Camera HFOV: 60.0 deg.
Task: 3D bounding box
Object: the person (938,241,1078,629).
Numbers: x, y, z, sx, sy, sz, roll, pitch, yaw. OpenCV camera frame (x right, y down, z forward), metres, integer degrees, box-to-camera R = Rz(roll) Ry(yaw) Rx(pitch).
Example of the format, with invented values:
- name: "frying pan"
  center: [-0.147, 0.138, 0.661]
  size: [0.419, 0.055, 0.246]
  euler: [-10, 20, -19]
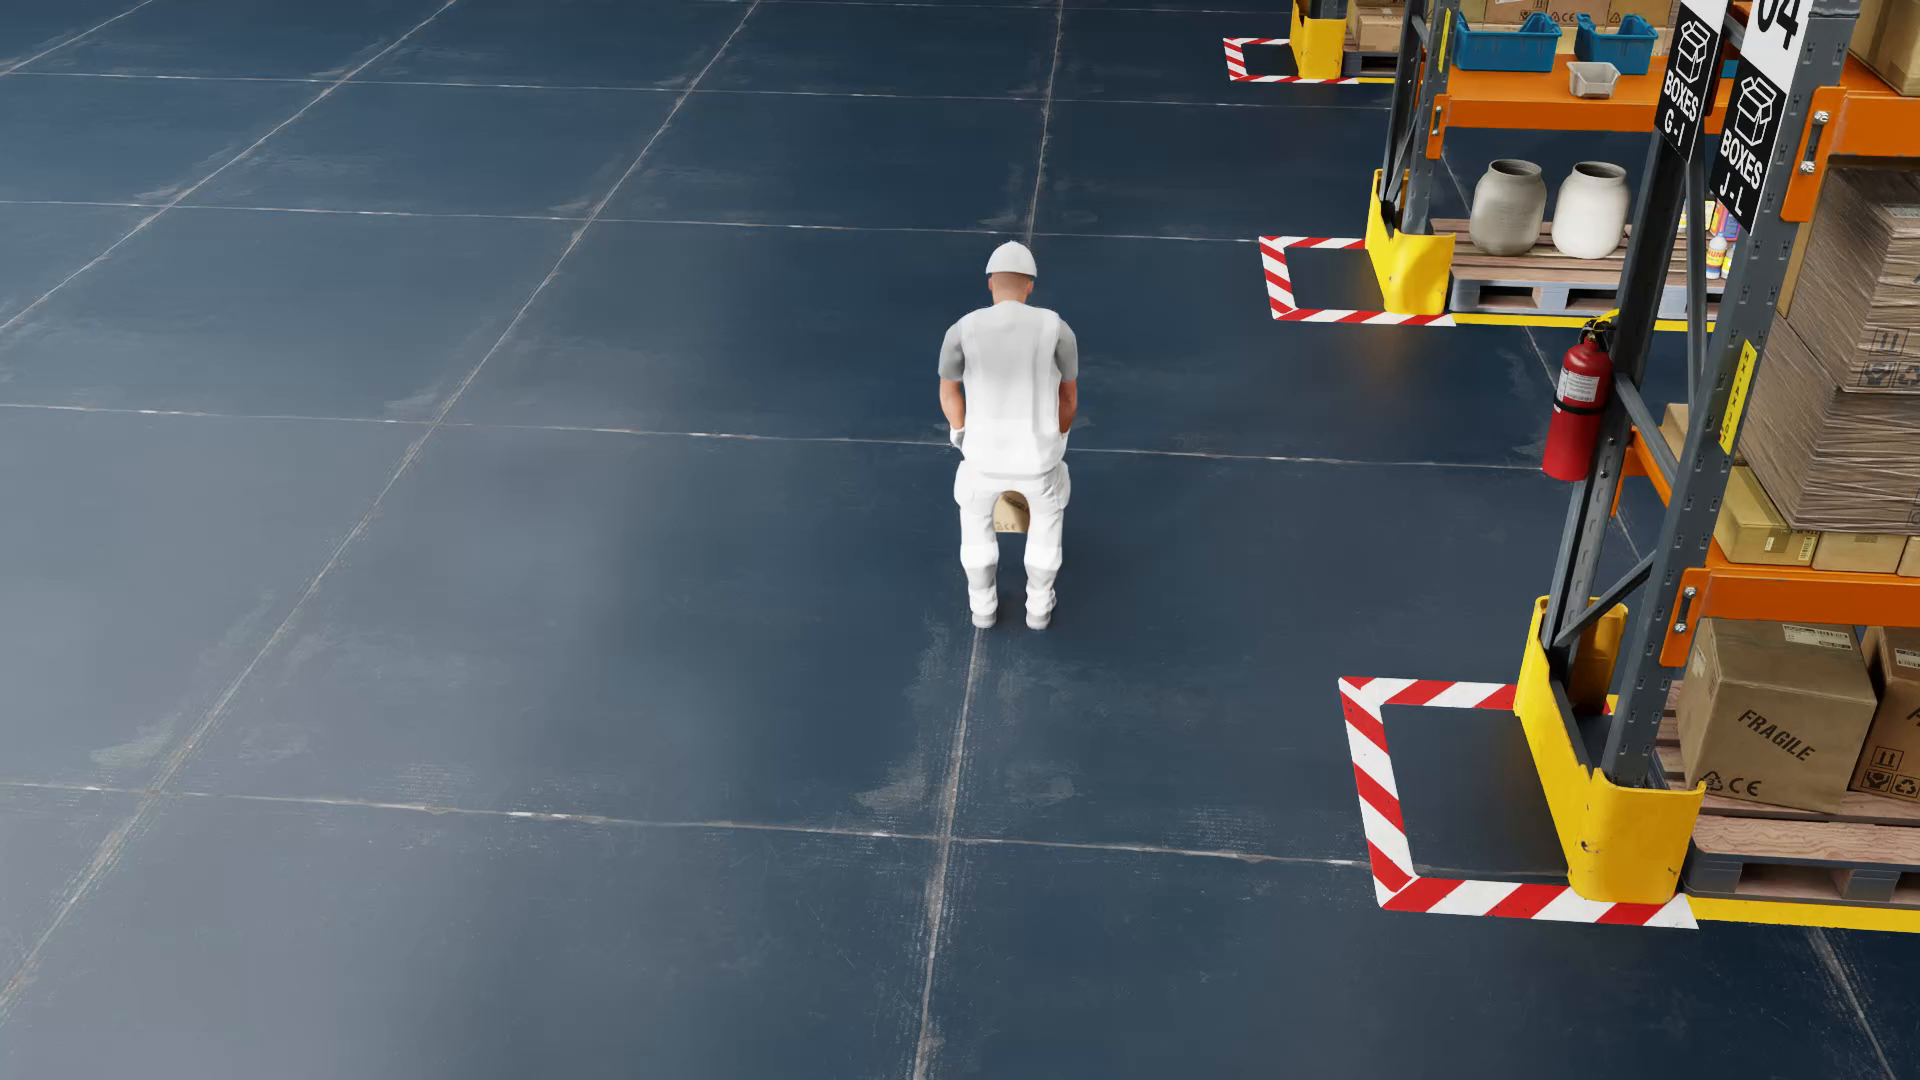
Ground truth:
- name: "person"
  center: [0.195, -0.399, 6.897]
  size: [0.564, 1.647, 0.580]
  euler: [3, 32, 5]
